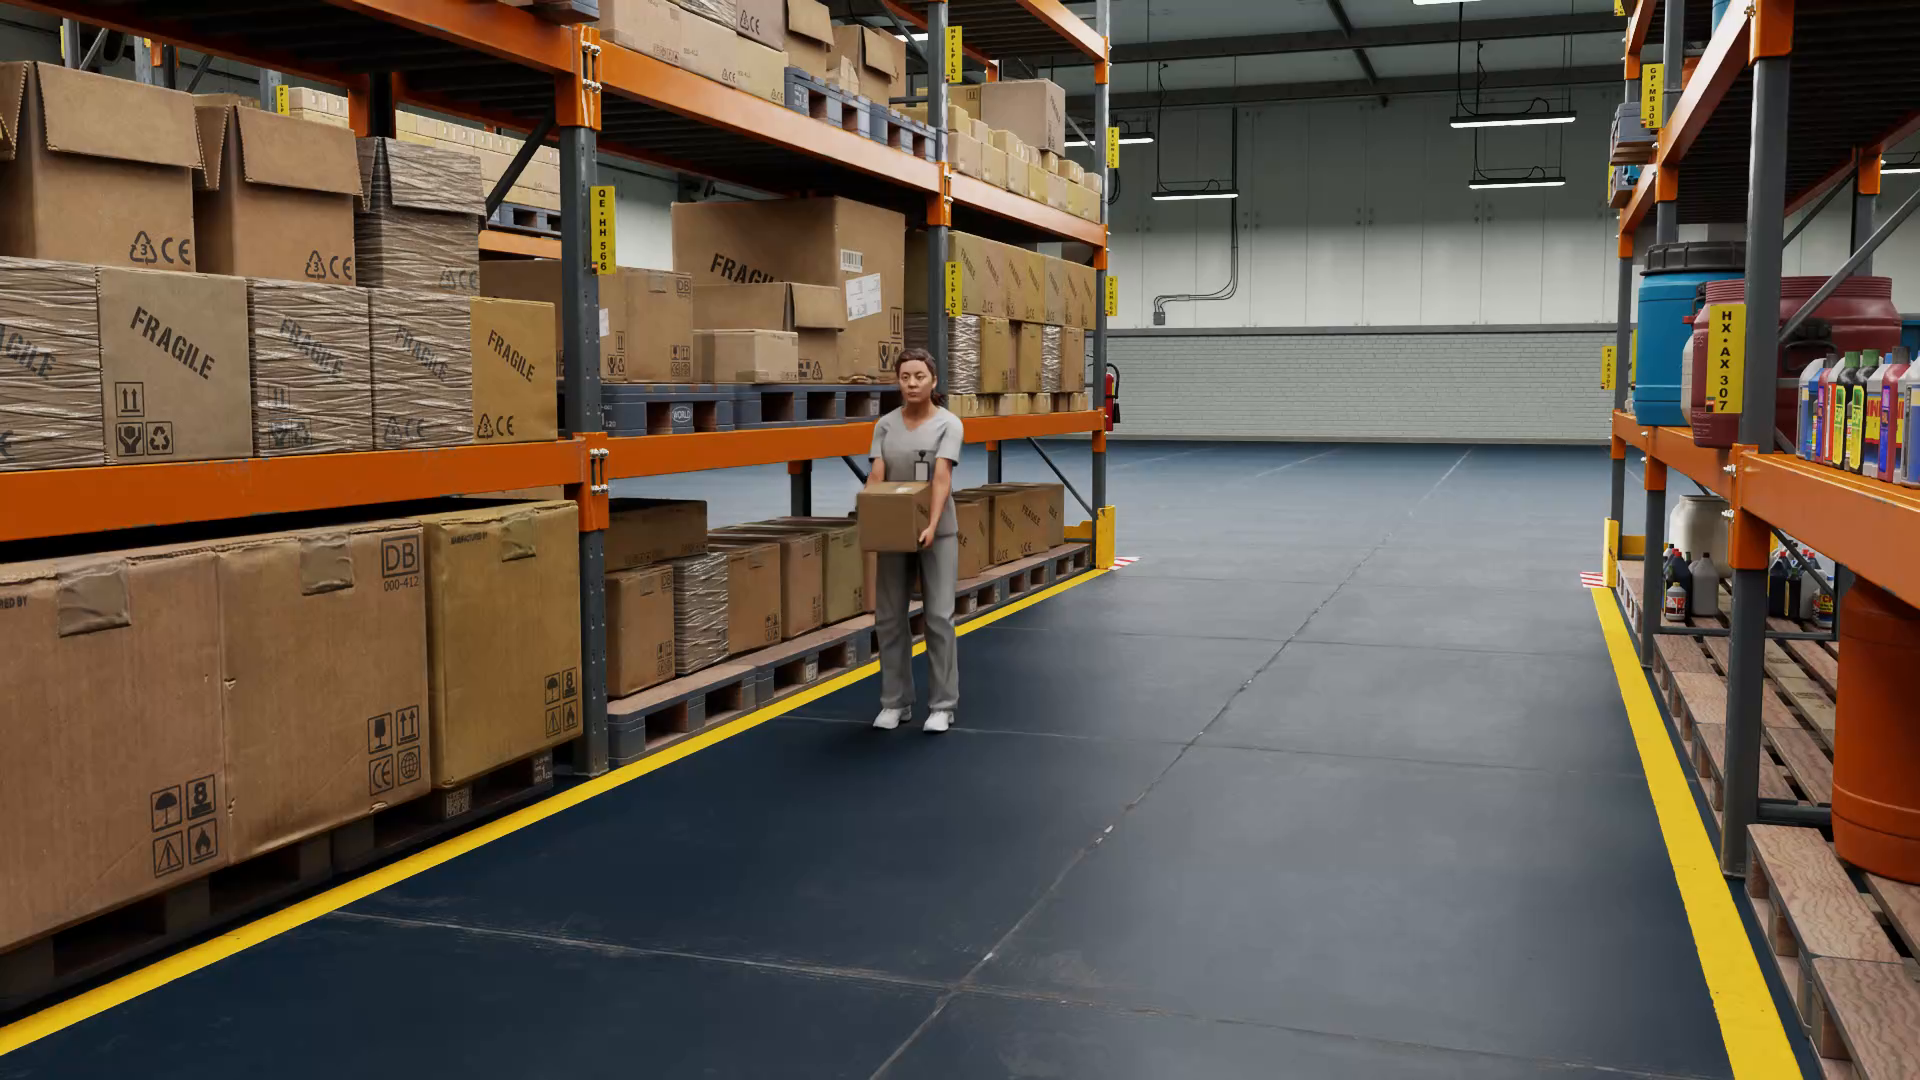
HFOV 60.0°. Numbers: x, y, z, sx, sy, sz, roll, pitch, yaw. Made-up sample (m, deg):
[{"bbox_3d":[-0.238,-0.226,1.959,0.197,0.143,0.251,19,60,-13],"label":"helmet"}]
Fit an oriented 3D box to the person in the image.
[{"bbox_3d":[-0.208,0.015,7.228,0.410,1.647,0.508,2,6,18],"label":"person"}]
